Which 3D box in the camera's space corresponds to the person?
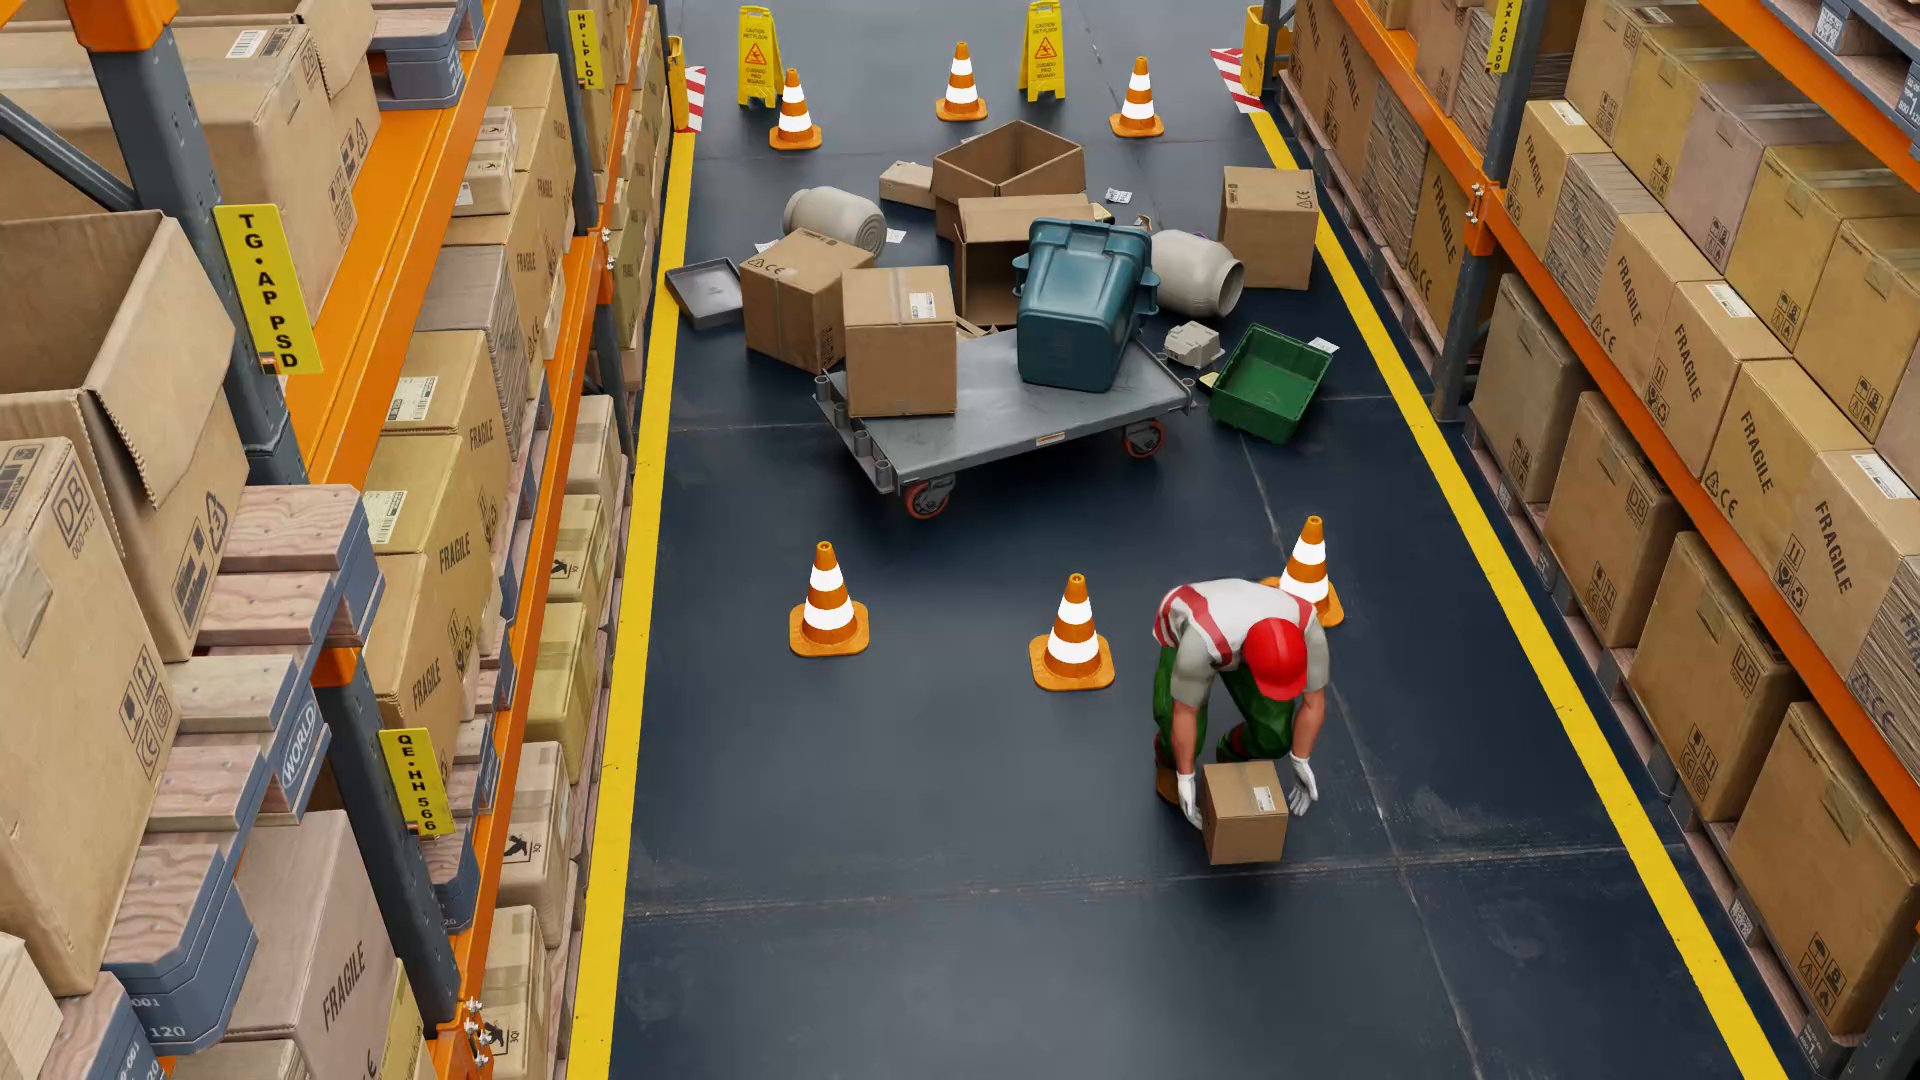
[{"bbox_3d":[0.994,0.531,5.997,0.583,1.136,0.854,-3,39,-4],"label":"person"}]
